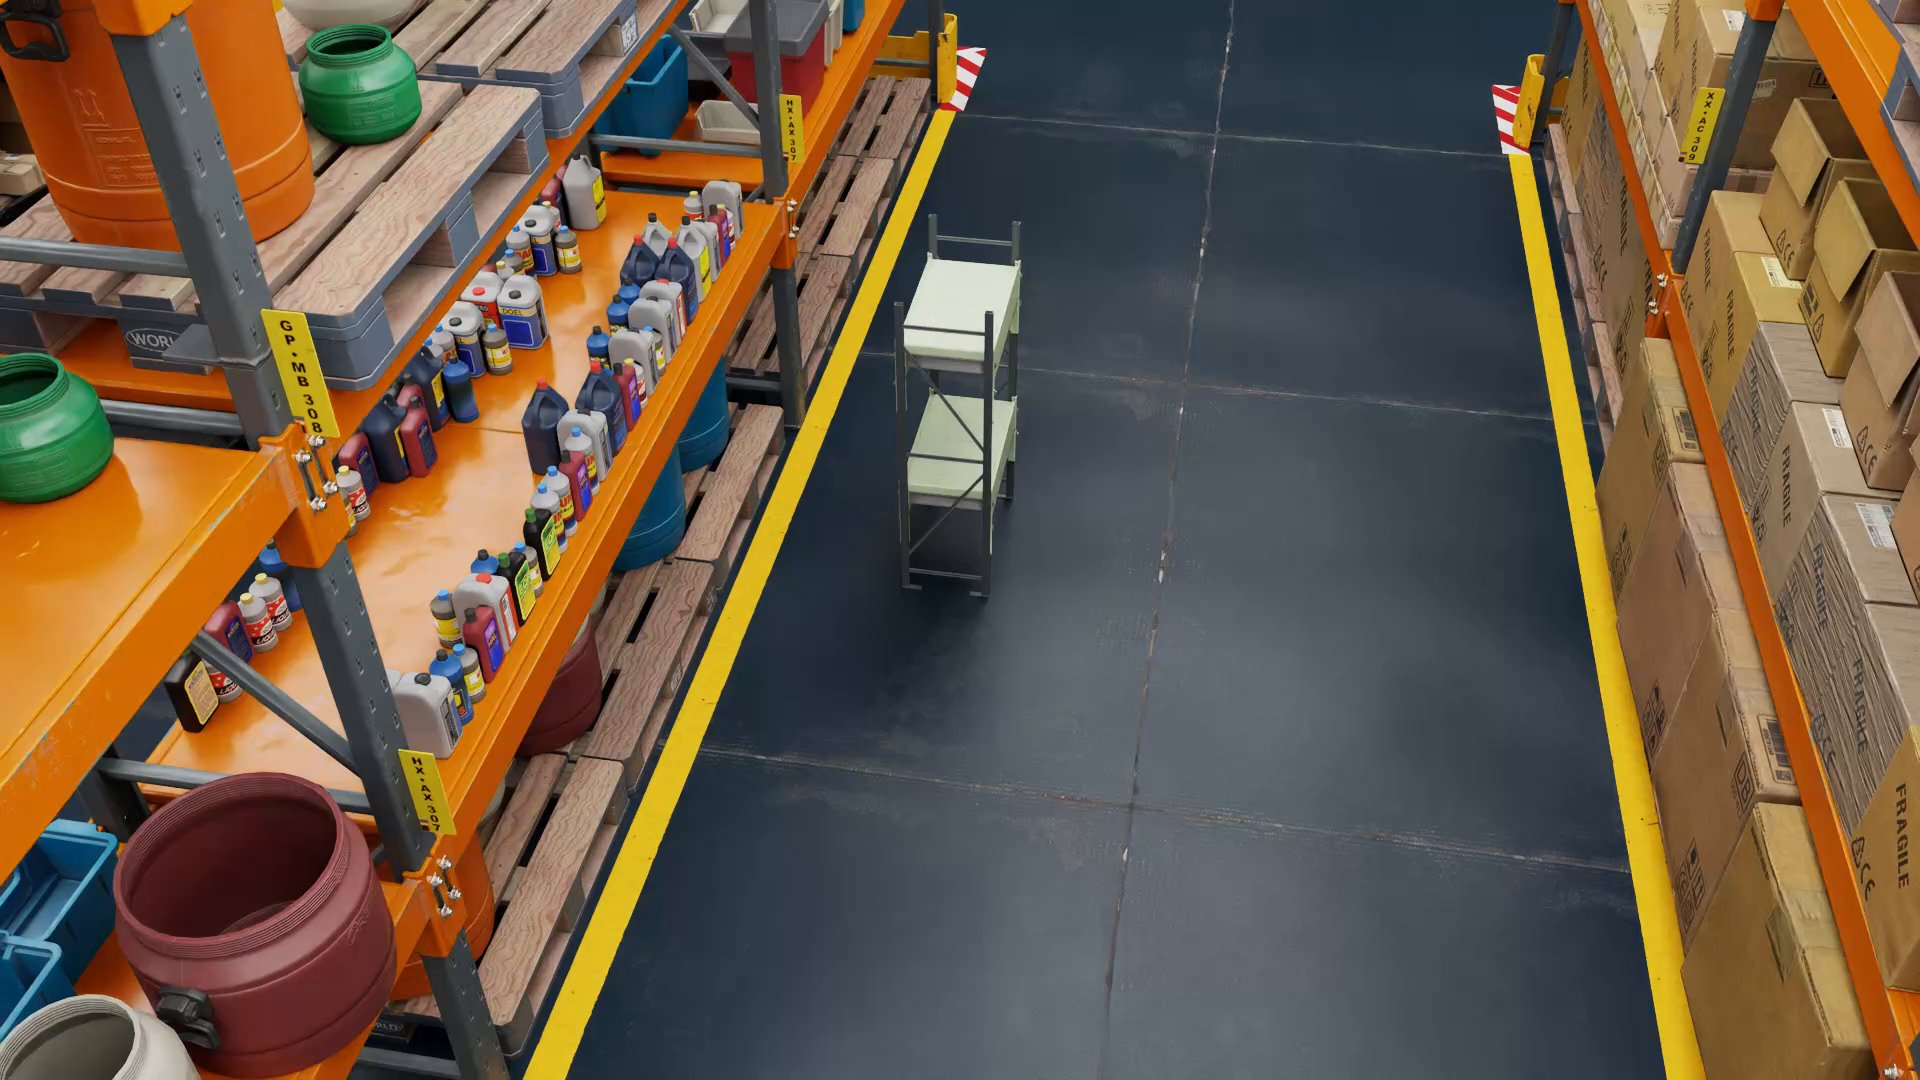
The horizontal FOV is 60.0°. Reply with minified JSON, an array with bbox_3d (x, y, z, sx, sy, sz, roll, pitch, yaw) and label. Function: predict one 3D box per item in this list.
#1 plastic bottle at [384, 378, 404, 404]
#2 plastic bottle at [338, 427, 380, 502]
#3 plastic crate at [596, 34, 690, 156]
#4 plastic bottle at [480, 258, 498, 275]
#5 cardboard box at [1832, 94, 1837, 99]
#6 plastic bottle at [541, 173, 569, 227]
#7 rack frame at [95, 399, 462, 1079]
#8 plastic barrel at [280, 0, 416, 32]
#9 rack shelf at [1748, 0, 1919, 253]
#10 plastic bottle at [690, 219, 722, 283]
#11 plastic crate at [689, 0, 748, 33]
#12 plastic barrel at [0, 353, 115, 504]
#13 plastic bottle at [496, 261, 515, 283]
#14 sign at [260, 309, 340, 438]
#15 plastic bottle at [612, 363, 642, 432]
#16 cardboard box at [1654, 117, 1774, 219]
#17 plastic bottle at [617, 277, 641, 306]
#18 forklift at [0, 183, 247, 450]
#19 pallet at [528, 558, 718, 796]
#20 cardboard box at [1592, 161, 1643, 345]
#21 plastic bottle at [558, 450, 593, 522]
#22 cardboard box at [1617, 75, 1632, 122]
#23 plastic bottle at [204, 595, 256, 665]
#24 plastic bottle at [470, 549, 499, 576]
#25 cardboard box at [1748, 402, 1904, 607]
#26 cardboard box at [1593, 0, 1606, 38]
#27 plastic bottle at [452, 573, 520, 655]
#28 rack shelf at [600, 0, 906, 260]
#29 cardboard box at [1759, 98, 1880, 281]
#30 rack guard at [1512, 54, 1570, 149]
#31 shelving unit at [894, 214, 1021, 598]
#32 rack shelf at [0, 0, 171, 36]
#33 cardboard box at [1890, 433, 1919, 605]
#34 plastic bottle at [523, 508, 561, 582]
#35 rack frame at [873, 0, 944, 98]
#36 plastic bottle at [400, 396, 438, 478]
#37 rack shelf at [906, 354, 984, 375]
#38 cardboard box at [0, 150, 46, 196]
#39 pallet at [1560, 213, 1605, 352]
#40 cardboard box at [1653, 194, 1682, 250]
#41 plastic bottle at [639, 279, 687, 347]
[{"bbox_3d":[-2.090,-0.476,6.161,0.061,0.283,0.133,6,40,8],"label":"plastic bottle"},{"bbox_3d":[-2.145,-0.277,5.919,0.061,0.283,0.133,6,40,8],"label":"plastic bottle"},{"bbox_3d":[-1.556,-2.161,8.072,0.392,0.384,0.575,6,40,8],"label":"plastic crate"},{"bbox_3d":[-1.938,-1.028,6.828,0.061,0.283,0.133,6,40,8],"label":"plastic bottle"},{"bbox_3d":[3.912,-1.886,7.070,0.500,0.500,0.500,6,40,8],"label":"cardboard box"},{"bbox_3d":[-1.807,-1.502,7.401,0.061,0.283,0.133,6,40,8],"label":"plastic bottle"},{"bbox_3d":[-1.990,0.697,4.650,0.949,2.616,0.053,6,40,8],"label":"rack frame"},{"bbox_3d":[-1.835,-1.803,4.883,0.433,0.535,0.433,0,40,0],"label":"plastic barrel"},{"bbox_3d":[3.231,-0.891,4.781,1.077,0.370,4.000,6,40,8],"label":"rack shelf"},{"bbox_3d":[-1.114,-1.254,7.107,0.152,0.276,0.135,6,40,8],"label":"plastic bottle"},{"bbox_3d":[-1.295,-2.861,9.113,0.293,0.136,0.466,6,40,8],"label":"plastic crate"},{"bbox_3d":[-1.985,-0.239,3.550,0.294,0.245,0.294,0,40,0],"label":"plastic barrel"},{"bbox_3d":[-1.900,-1.067,6.939,0.097,0.201,0.097,0,40,0],"label":"plastic bottle"},{"bbox_3d":[-1.450,-0.363,3.660,0.100,0.325,0.005,6,40,8],"label":"sign"},{"bbox_3d":[-1.260,-0.560,6.262,0.061,0.283,0.133,6,40,8],"label":"plastic bottle"},{"bbox_3d":[3.395,-1.631,7.349,0.500,0.250,0.500,6,40,7],"label":"cardboard box"},{"bbox_3d":[-1.327,-0.938,6.728,0.097,0.271,0.097,0,40,0],"label":"plastic bottle"},{"bbox_3d":[-3.835,-1.598,7.479,1.121,2.935,3.031,13,41,16],"label":"forklift"},{"bbox_3d":[-1.684,0.508,7.066,1.003,0.211,1.213,6,40,8],"label":"pallet"},{"bbox_3d":[3.926,-1.581,8.743,0.875,0.875,0.875,6,40,8],"label":"cardboard box"},{"bbox_3d":[-1.355,-0.215,5.844,0.061,0.283,0.133,6,40,8],"label":"plastic bottle"},{"bbox_3d":[3.530,-2.205,8.357,0.380,0.149,0.250,6,40,7],"label":"cardboard box"},{"bbox_3d":[-2.303,0.296,5.227,0.061,0.283,0.133,6,40,8],"label":"plastic bottle"},{"bbox_3d":[-1.533,0.143,5.420,0.097,0.271,0.097,0,40,0],"label":"plastic bottle"},{"bbox_3d":[2.994,-0.091,5.524,0.500,0.500,0.500,7,40,9],"label":"cardboard box"},{"bbox_3d":[3.707,-2.850,9.137,0.380,0.149,0.250,6,40,7],"label":"cardboard box"},{"bbox_3d":[-1.520,0.218,5.326,0.152,0.276,0.135,6,40,8],"label":"plastic bottle"},{"bbox_3d":[-0.955,-2.792,9.434,1.077,0.370,4.000,6,40,8],"label":"rack shelf"},{"bbox_3d":[3.475,-1.291,6.189,0.797,0.503,0.637,5,40,7],"label":"cardboard box"},{"bbox_3d":[4.274,-2.830,10.877,1.175,0.500,0.348,6,40,8],"label":"rack guard"},{"bbox_3d":[-0.001,-0.574,7.364,0.431,1.500,0.755,6,40,8],"label":"shelving unit"},{"bbox_3d":[-2.339,0.071,1.577,1.077,0.370,4.000,6,40,8],"label":"rack shelf"},{"bbox_3d":[3.143,-0.048,4.685,0.797,0.503,0.637,7,40,9],"label":"cardboard box"},{"bbox_3d":[-1.412,-0.009,5.595,0.061,0.283,0.133,6,40,8],"label":"plastic bottle"},{"bbox_3d":[-0.609,-4.324,10.723,1.000,3.000,0.127,6,40,8],"label":"rack frame"},{"bbox_3d":[-1.971,-0.377,6.040,0.061,0.283,0.133,6,40,8],"label":"plastic bottle"},{"bbox_3d":[-0.001,-0.930,7.070,0.332,0.071,0.664,6,40,8],"label":"rack shelf"},{"bbox_3d":[-5.753,-2.223,10.060,0.380,0.166,0.250,6,40,8],"label":"cardboard box"},{"bbox_3d":[3.995,-1.429,9.410,1.003,0.211,1.213,6,40,8],"label":"pallet"},{"bbox_3d":[3.308,-1.398,7.381,0.380,0.149,0.250,7,40,8],"label":"cardboard box"},{"bbox_3d":[-1.201,-0.937,6.724,0.152,0.276,0.135,6,40,8],"label":"plastic bottle"}]
